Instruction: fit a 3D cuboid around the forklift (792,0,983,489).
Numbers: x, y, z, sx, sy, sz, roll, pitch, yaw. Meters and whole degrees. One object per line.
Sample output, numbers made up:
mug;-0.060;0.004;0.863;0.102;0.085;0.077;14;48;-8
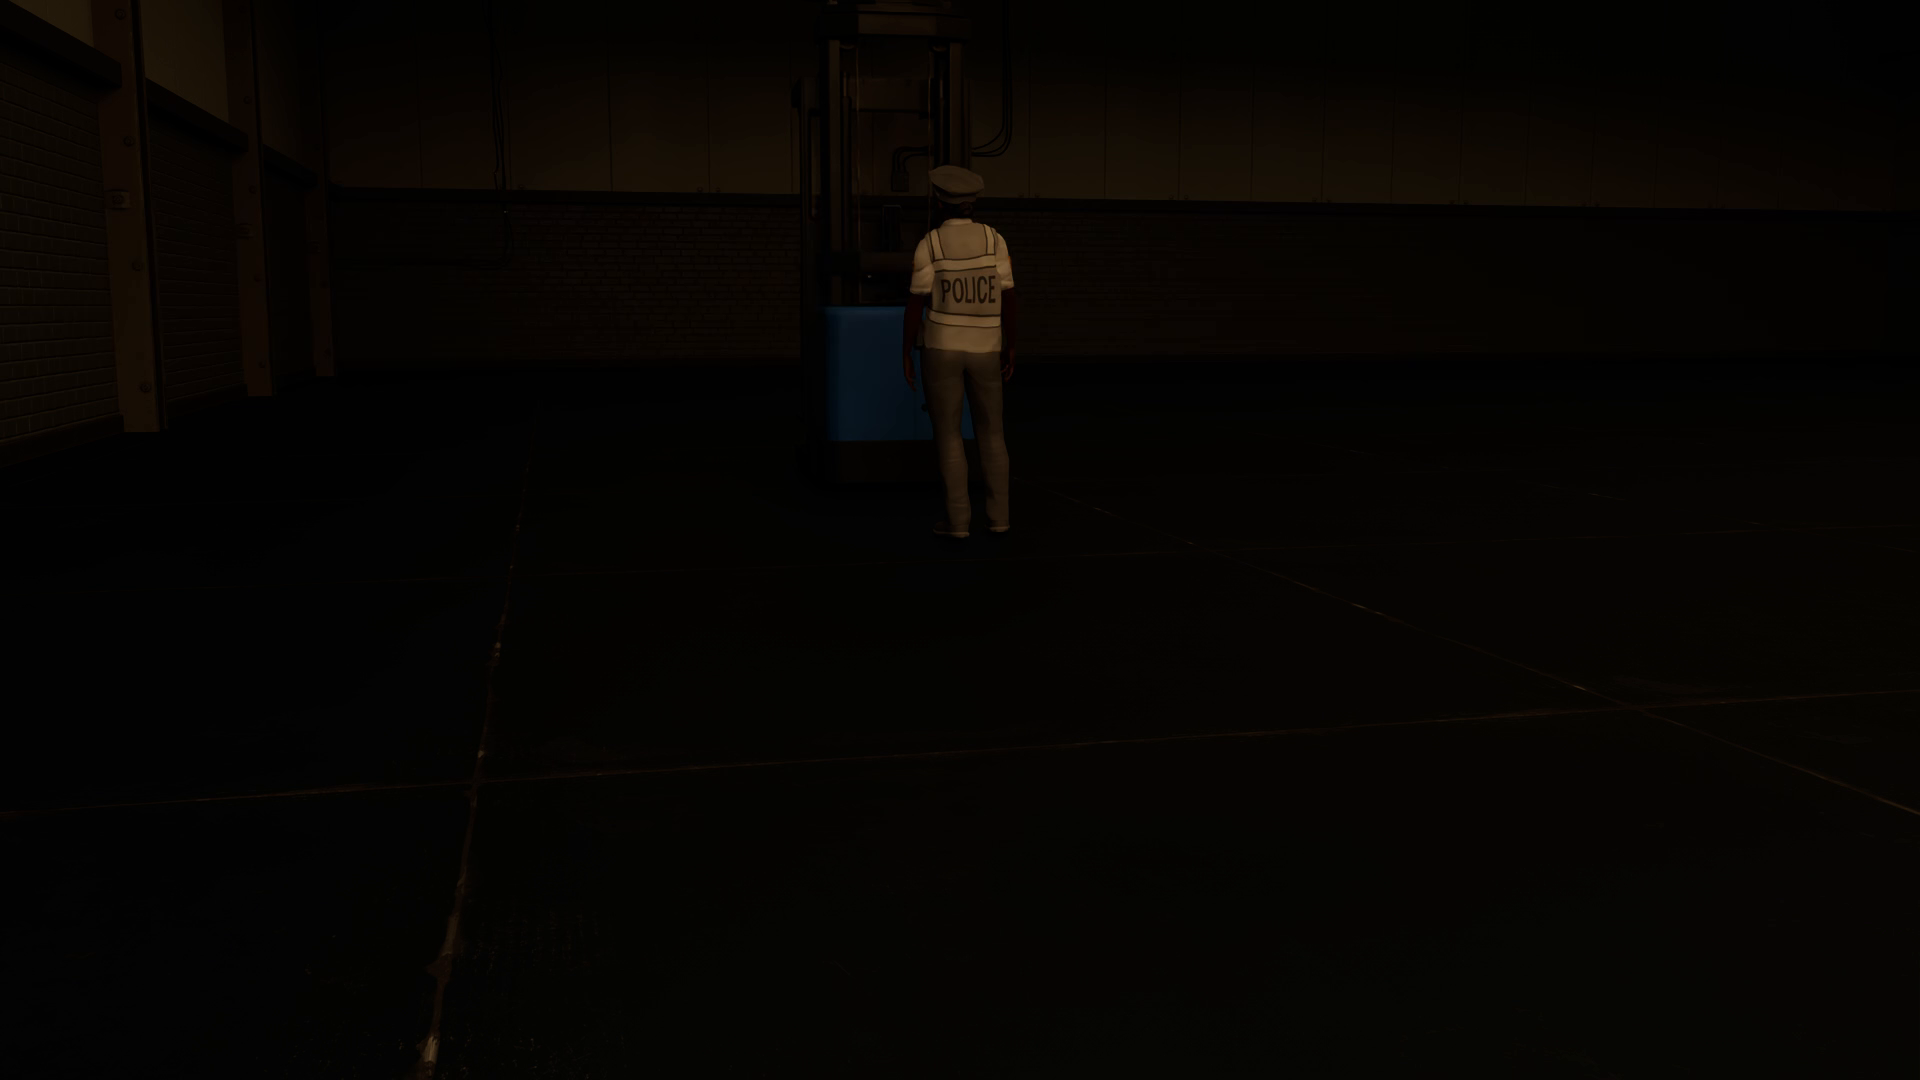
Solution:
forklift;-0.511;-1.920;10.849;1.130;2.935;3.031;-1;8;-10

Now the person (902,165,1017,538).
person;0.001;-0.856;7.666;0.570;1.694;0.528;-2;8;-13
